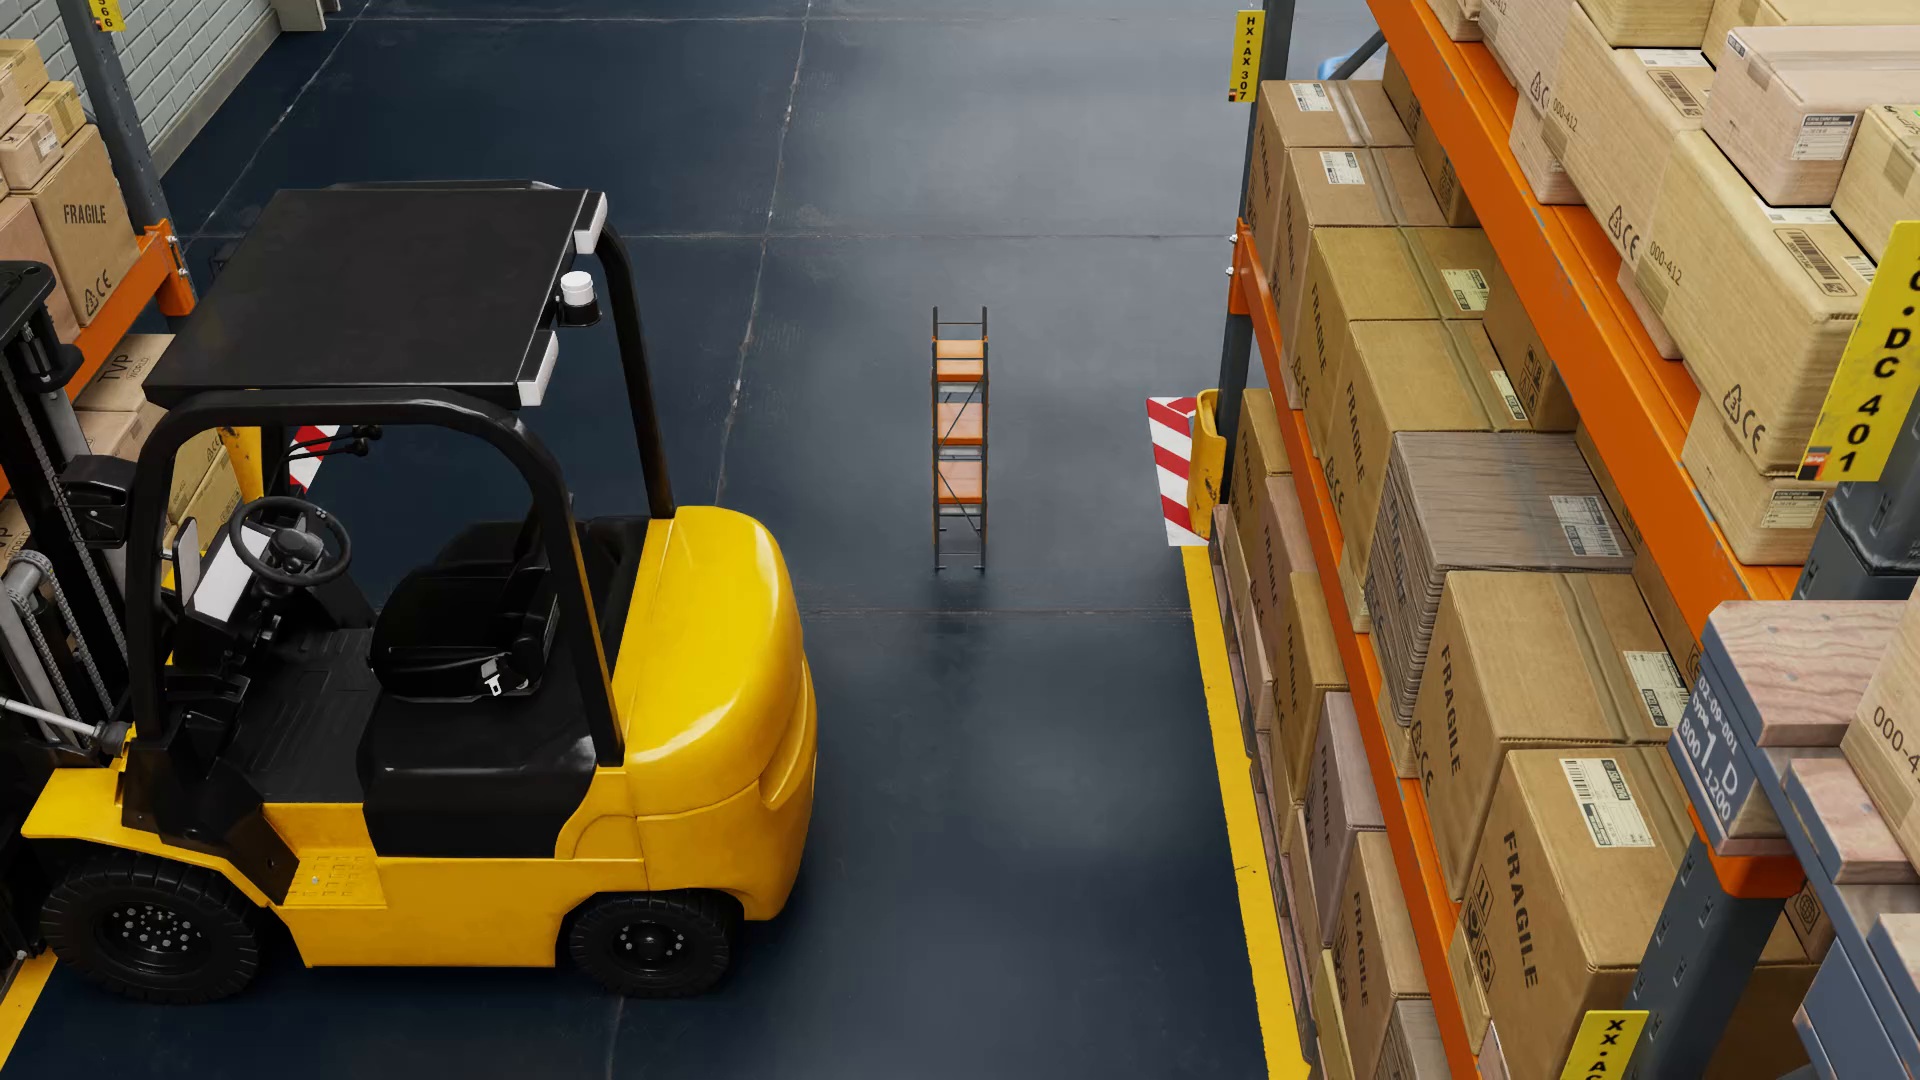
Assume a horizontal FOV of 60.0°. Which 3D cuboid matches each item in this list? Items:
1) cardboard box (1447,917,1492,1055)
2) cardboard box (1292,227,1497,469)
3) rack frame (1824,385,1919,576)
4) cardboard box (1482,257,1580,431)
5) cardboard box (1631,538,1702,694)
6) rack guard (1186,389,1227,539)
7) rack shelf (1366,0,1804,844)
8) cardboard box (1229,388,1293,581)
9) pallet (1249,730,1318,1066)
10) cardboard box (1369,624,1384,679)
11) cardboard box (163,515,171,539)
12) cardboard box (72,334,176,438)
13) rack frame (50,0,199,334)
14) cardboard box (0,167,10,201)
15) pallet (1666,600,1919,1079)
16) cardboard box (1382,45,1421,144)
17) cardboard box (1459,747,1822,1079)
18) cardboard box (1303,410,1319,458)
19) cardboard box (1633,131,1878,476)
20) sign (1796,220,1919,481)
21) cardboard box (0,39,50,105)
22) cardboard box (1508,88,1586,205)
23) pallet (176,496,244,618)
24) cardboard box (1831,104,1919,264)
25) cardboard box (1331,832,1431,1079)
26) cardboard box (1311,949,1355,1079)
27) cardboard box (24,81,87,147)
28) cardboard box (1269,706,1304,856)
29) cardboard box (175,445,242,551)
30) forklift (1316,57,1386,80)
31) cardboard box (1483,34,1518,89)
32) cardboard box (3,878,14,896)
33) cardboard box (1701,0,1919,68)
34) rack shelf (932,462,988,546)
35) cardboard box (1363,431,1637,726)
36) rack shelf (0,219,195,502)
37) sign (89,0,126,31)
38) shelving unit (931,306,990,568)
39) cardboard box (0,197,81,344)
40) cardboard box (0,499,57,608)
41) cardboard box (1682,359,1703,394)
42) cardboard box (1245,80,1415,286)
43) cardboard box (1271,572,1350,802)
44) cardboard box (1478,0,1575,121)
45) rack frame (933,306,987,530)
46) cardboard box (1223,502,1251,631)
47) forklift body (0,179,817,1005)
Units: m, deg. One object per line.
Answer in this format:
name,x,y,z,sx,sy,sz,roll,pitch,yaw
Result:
cardboard box,1.227,0.913,3.413,0.380,0.149,0.250,1,39,1
cardboard box,1.264,-0.546,4.714,0.500,0.500,0.500,-1,39,-1
rack frame,1.539,-1.169,1.013,1.000,3.000,0.127,0,39,0
cardboard box,1.712,-0.608,3.993,0.700,0.500,0.500,0,39,0
cardboard box,1.777,0.032,3.194,0.700,0.500,0.500,0,39,0
rack guard,1.535,-0.306,6.733,1.175,0.500,0.348,0,39,0
rack shelf,1.537,-0.968,3.736,1.077,0.370,4.000,0,39,0
cardboard box,1.260,-0.193,5.856,0.500,0.500,0.500,-1,39,-2
pallet,1.499,1.075,5.239,1.003,0.211,1.213,0,39,0
cardboard box,1.259,0.274,4.210,0.380,0.149,0.250,-1,39,-1
cardboard box,-3.126,0.008,5.804,0.500,0.250,0.500,0,39,0
cardboard box,-3.117,-0.517,6.060,0.500,0.250,0.500,1,39,1
rack frame,-3.429,-1.323,6.003,1.000,3.000,0.127,0,39,0
cardboard box,-3.179,-1.077,5.096,0.380,0.149,0.250,1,39,1
pallet,1.434,0.461,1.528,1.213,0.211,1.003,0,39,0
cardboard box,1.754,-1.555,5.175,0.700,0.500,0.500,-1,39,-1
cardboard box,1.290,0.739,3.111,0.500,0.500,0.500,-1,39,-1
cardboard box,1.250,-0.374,5.020,0.380,0.149,0.250,1,39,1
cardboard box,1.270,-0.333,2.250,0.500,0.250,0.500,0,39,0
sign,0.997,-0.195,1.783,0.100,0.325,0.005,0,39,0
cardboard box,-3.218,-1.508,5.396,0.380,0.149,0.250,0,39,0
cardboard box,1.247,-0.741,3.078,0.380,0.149,0.250,1,39,1
pallet,-3.386,0.243,6.278,1.003,0.211,1.213,0,39,0
cardboard box,1.321,-0.410,2.027,0.380,0.149,0.250,1,39,1
cardboard box,1.268,1.101,4.241,0.500,0.500,0.500,1,39,1
cardboard box,1.259,1.379,4.494,0.500,0.250,0.500,-1,39,-1
cardboard box,-3.148,-1.399,5.498,0.380,0.149,0.250,0,39,1
cardboard box,1.265,0.745,5.285,0.500,0.250,0.500,2,39,3
cardboard box,-3.112,-0.121,6.365,0.500,0.250,0.500,0,39,0
forklift,3.093,-2.144,7.081,3.031,2.935,1.130,7,39,9
cardboard box,1.328,-1.064,3.482,0.380,0.149,0.250,0,39,0
cardboard box,-3.107,0.828,5.181,0.500,0.250,0.500,1,39,1
cardboard box,1.333,-0.735,2.433,0.380,0.149,0.250,1,39,1
rack shelf,0.000,-0.151,6.560,0.215,0.259,0.240,0,39,0
cardboard box,1.278,0.093,3.918,0.500,0.500,0.500,1,39,1
rack shelf,-3.427,0.208,4.667,1.077,0.370,4.000,0,39,0
sign,-2.886,-1.859,5.556,0.100,0.325,0.005,0,39,0
shelving unit,0.000,-0.376,6.380,0.215,1.050,0.252,0,39,0
cardboard box,-3.174,-0.730,5.183,0.500,0.500,0.500,1,39,1
cardboard box,-3.099,0.118,5.267,0.500,0.250,0.500,0,39,1
cardboard box,1.322,-0.255,2.472,0.380,0.149,0.250,0,39,0
cardboard box,1.258,-1.188,5.516,0.500,0.500,0.500,-1,39,-1
cardboard box,1.257,0.447,5.057,0.500,0.500,0.500,1,39,1
cardboard box,1.282,-0.967,3.041,0.500,0.250,0.500,-1,39,-1
rack frame,0.000,-0.453,6.475,0.200,1.050,0.008,0,39,0
cardboard box,1.259,0.084,6.109,0.500,0.250,0.500,0,39,0
forklift body,-1.602,0.192,4.790,2.313,2.155,1.214,0,39,0
